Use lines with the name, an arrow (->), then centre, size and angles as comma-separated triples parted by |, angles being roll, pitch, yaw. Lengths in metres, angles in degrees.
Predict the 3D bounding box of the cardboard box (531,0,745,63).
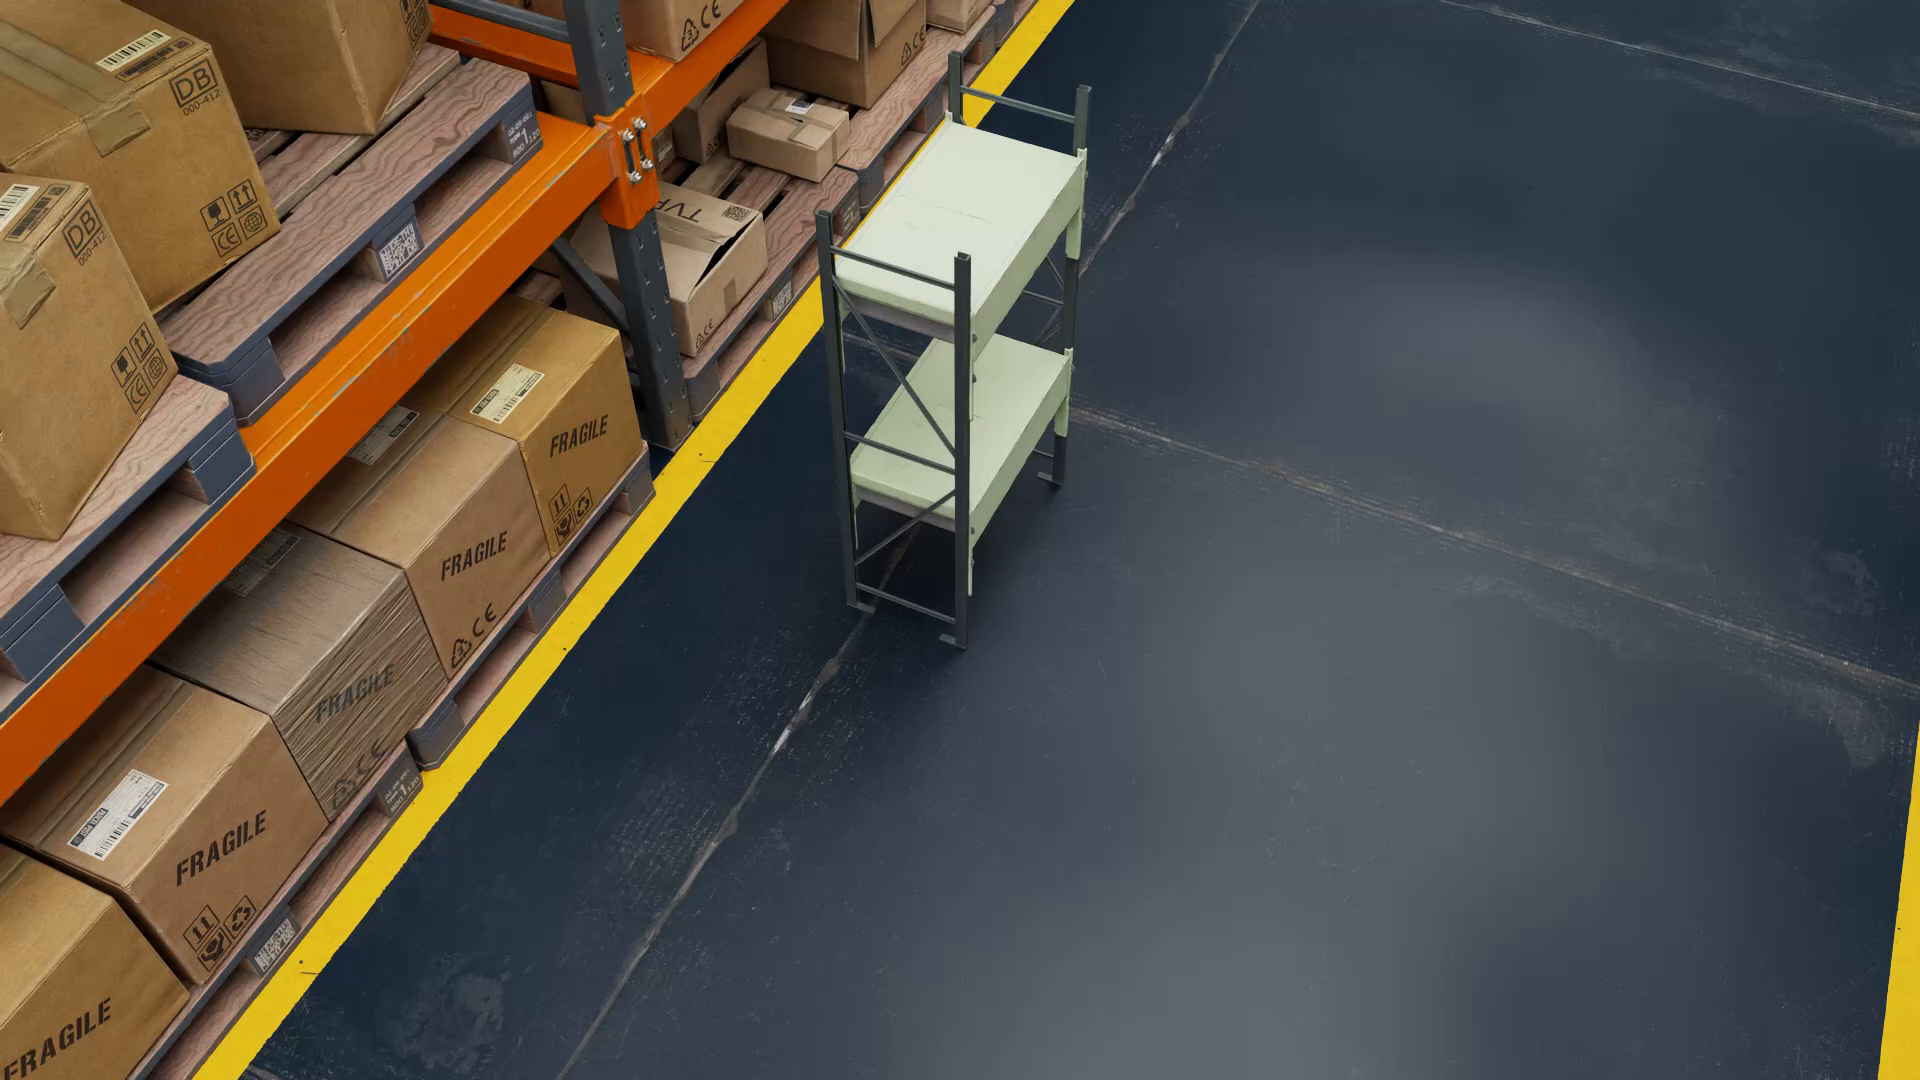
cardboard box -> -0.902, -1.754, 4.707 | 0.500, 0.500, 0.500 | 21, 53, 17

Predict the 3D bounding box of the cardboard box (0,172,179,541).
cardboard box -> -2.066, -0.391, 3.272 | 0.700, 0.500, 0.500 | 8, 50, 7

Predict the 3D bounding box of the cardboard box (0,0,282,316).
cardboard box -> -2.008, -0.880, 3.688 | 0.700, 0.500, 0.500 | 28, 55, 22

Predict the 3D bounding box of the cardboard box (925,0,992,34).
cardboard box -> -0.100, -2.366, 6.810 | 0.500, 0.250, 0.500 | 20, 52, 16

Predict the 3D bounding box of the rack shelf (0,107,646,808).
rack shelf -> -2.221, 0.151, 3.624 | 1.077, 0.370, 4.000 | 20, 52, 16

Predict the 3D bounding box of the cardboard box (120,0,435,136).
cardboard box -> -1.771, -1.374, 4.108 | 0.700, 0.500, 0.500 | 4, 50, 4

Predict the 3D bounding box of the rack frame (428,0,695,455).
rack frame -> -1.367, -1.459, 4.522 | 1.000, 3.000, 0.127 | 20, 52, 16

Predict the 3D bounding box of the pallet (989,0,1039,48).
pallet -> -0.030, -2.708, 7.416 | 1.003, 0.211, 1.213 | 20, 52, 16

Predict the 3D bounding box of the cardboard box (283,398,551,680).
cardboard box -> -1.537, -0.021, 4.651 | 0.500, 0.500, 0.500 | 20, 52, 16

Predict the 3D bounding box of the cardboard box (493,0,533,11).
cardboard box -> -1.385, -1.919, 4.848 | 0.500, 0.500, 0.500 | 21, 53, 17

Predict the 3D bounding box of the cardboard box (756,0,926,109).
cardboard box -> -0.569, -2.088, 6.408 | 0.797, 0.503, 0.637 | 20, 52, 16

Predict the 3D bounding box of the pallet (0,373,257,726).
pallet -> -2.249, 0.017, 3.392 | 1.003, 0.211, 1.213 | 20, 52, 16

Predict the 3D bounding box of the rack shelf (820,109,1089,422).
rack shelf -> -0.003, -0.734, 4.378 | 0.431, 0.370, 0.720 | 20, 52, 16

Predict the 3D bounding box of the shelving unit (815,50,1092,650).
shelving unit -> -0.003, -0.481, 4.675 | 0.431, 1.500, 0.755 | 20, 52, 16

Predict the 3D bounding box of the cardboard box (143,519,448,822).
cardboard box -> -1.752, 0.324, 4.357 | 0.500, 0.500, 0.500 | 20, 53, 17

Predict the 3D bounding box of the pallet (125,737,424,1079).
pallet -> -2.200, 0.860, 4.380 | 1.003, 0.211, 1.213 | 20, 52, 16

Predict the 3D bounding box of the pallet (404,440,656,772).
pallet -> -1.680, 0.017, 5.097 | 1.003, 0.211, 1.213 | 20, 52, 16

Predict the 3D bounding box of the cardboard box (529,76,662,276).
cardboard box -> -1.380, -1.276, 5.719 | 0.500, 0.500, 0.500 | 20, 52, 16

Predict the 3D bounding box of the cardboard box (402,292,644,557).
cardboard box -> -1.318, -0.359, 4.938 | 0.500, 0.500, 0.500 | 20, 52, 16

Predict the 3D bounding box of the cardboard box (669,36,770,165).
cardboard box -> -1.059, -1.731, 6.230 | 0.500, 0.311, 0.500 | 20, 52, 16

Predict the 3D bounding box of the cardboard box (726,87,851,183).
cardboard box -> -0.631, -1.501, 6.129 | 0.380, 0.166, 0.250 | 20, 52, 16

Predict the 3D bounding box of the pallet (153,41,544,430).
pallet -> -1.807, -0.882, 4.157 | 1.003, 0.211, 1.213 | 20, 52, 16

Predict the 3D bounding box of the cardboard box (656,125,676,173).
cardboard box -> -1.274, -1.440, 6.089 | 0.380, 0.149, 0.250 | 20, 52, 16

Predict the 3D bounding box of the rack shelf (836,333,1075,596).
rack shelf -> -0.003, -0.270, 4.923 | 0.431, 0.370, 0.720 | 20, 52, 16

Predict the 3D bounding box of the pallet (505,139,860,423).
pallet -> -1.072, -1.028, 5.986 | 1.003, 0.211, 1.213 | 20, 52, 16

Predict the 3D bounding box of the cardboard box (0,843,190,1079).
cardboard box -> -2.185, 1.036, 3.751 | 0.500, 0.500, 0.500 | 19, 52, 16

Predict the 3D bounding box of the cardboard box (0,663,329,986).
cardboard box -> -1.967, 0.675, 4.058 | 0.500, 0.500, 0.500 | 18, 52, 15

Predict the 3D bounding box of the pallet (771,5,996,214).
pallet -> -0.552, -1.871, 6.704 | 1.003, 0.211, 1.213 | 20, 52, 16

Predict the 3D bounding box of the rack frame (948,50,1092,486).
rack frame -> 0.154, -0.733, 4.889 | 0.400, 1.500, 0.023 | 20, 52, 16

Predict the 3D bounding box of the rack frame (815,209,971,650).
rack frame -> -0.159, -0.229, 4.460 | 0.400, 1.500, 0.023 | 20, 52, 16

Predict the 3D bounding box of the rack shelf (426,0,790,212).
rack shelf -> -0.512, -2.603, 5.968 | 1.077, 0.370, 4.000 | 20, 52, 16

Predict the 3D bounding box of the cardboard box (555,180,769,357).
cardboard box -> -0.992, -0.949, 5.565 | 0.500, 0.311, 0.500 | 20, 52, 16
